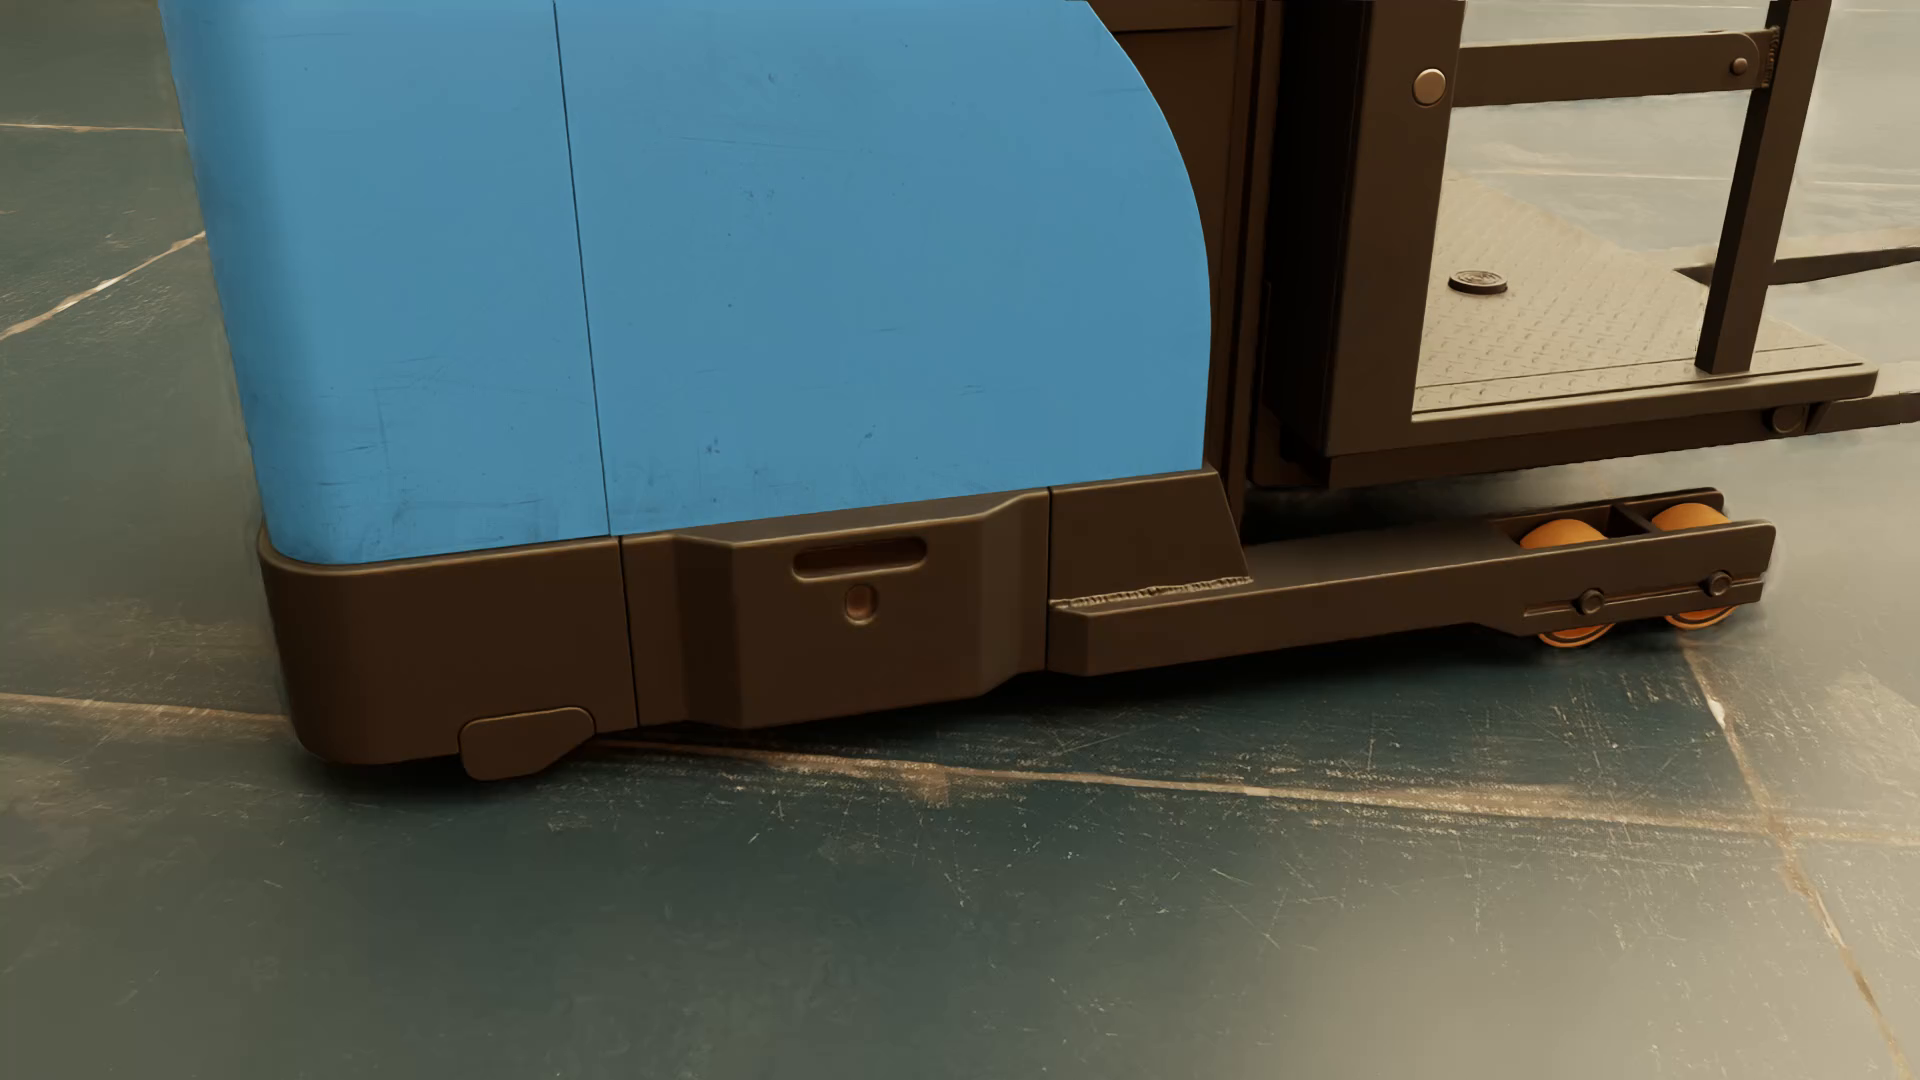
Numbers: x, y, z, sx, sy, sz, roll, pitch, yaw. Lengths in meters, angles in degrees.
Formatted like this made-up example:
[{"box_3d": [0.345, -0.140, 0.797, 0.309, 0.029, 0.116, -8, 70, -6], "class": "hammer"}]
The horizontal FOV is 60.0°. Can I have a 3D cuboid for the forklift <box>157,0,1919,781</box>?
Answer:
[{"box_3d": [0.591, -1.389, 2.002, 3.031, 2.935, 1.130, -7, 27, -14], "class": "forklift"}]
